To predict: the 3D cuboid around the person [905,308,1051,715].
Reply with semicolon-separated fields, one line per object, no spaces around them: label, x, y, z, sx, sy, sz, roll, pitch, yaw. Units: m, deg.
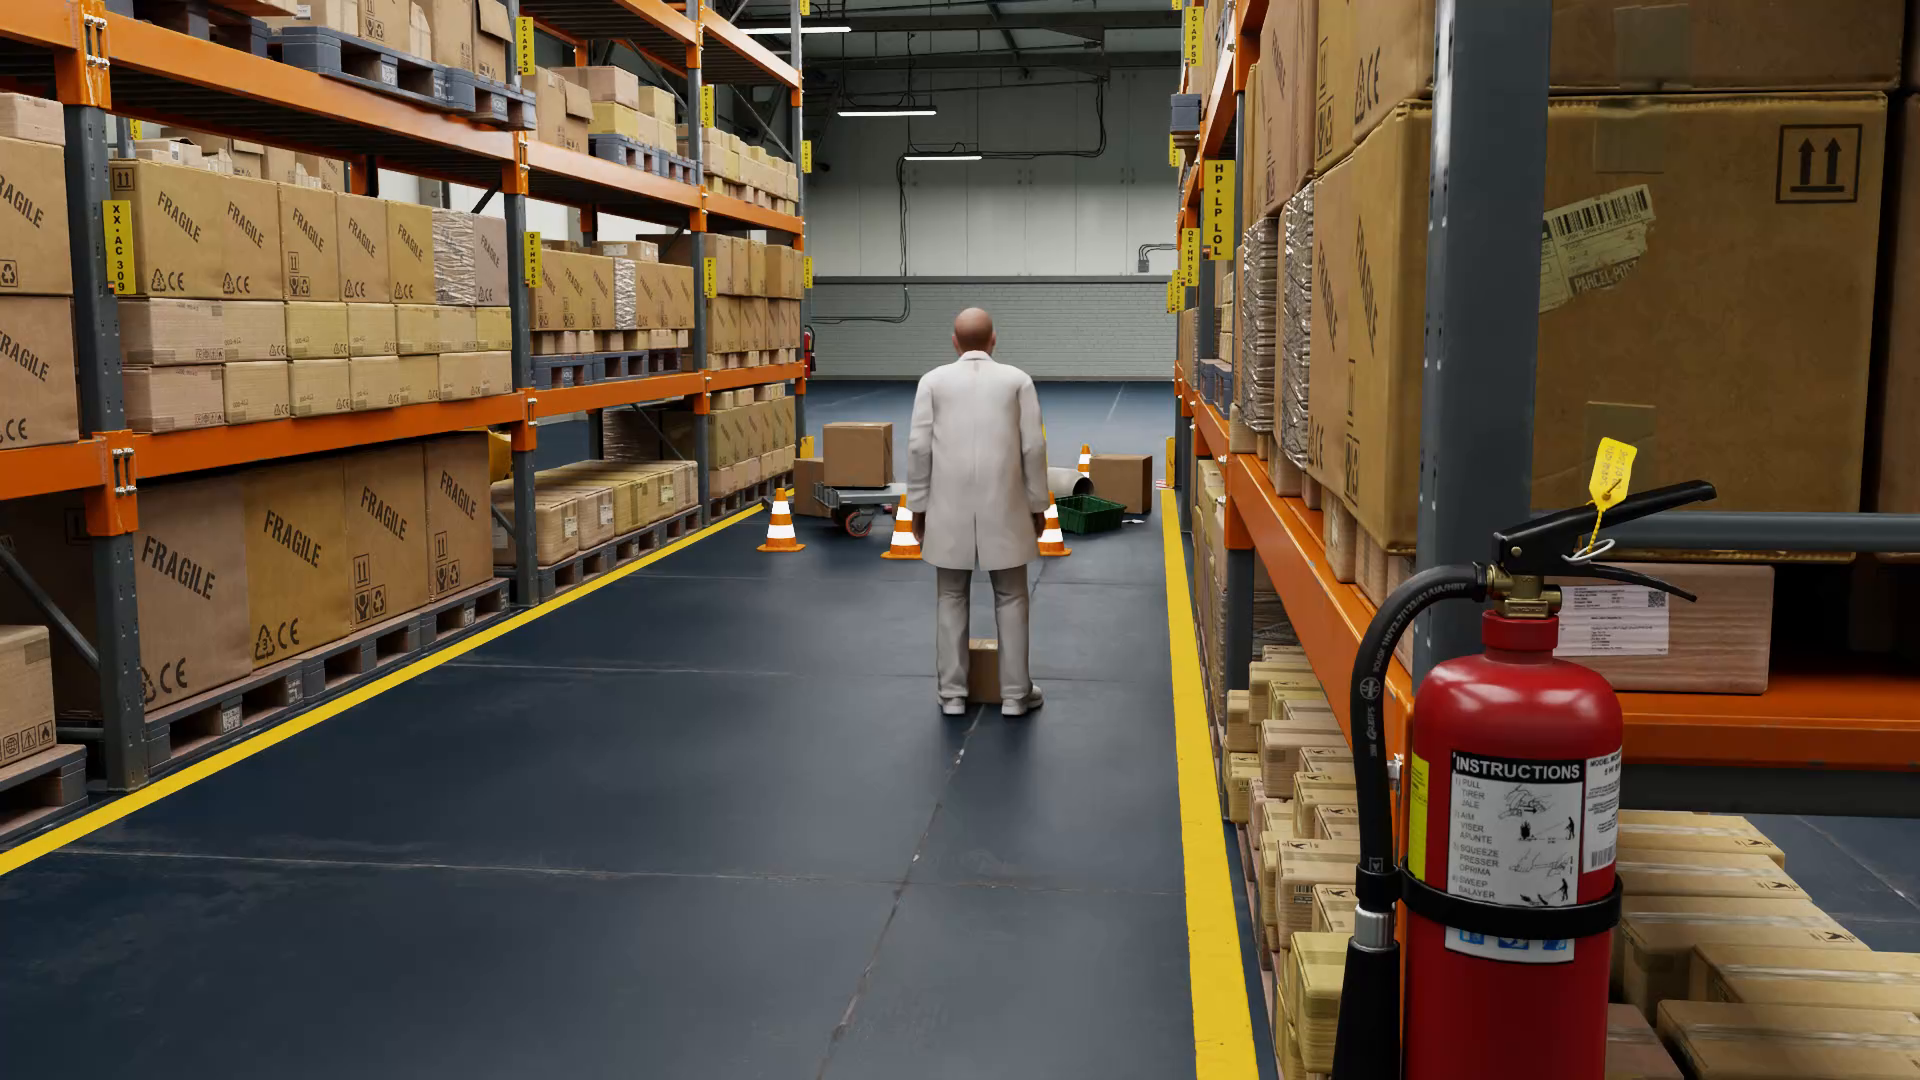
person;0.079;-0.124;7.301;0.640;1.772;0.428;1;7;4
